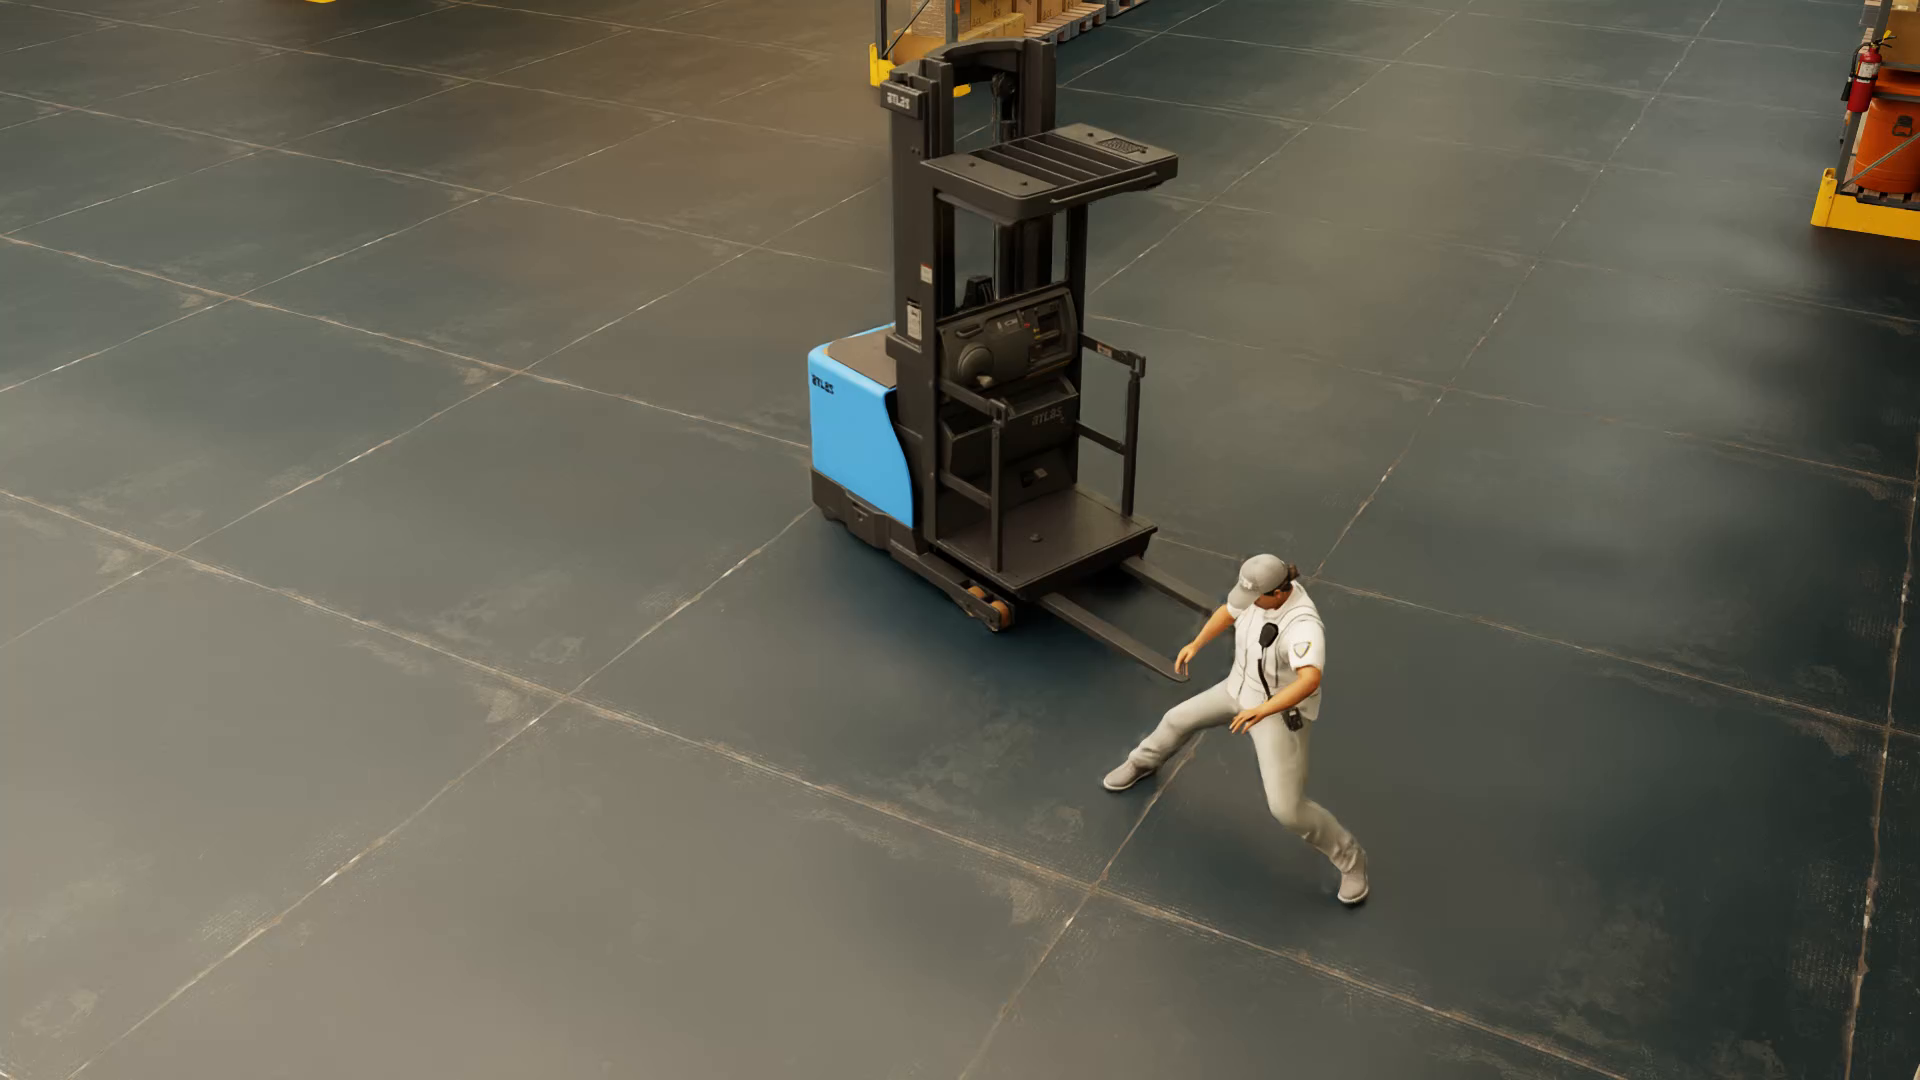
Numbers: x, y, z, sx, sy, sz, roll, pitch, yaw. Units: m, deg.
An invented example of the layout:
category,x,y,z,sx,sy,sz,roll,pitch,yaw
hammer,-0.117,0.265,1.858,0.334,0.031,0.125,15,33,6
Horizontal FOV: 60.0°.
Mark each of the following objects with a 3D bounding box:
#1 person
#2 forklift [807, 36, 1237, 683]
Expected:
category,x,y,z,sx,sy,sz,roll,pitch,yaw
person,1.257,0.730,7.279,0.809,1.455,1.253,-11,32,-18
forklift,0.408,-1.053,8.895,1.130,2.935,3.031,-22,37,-34
